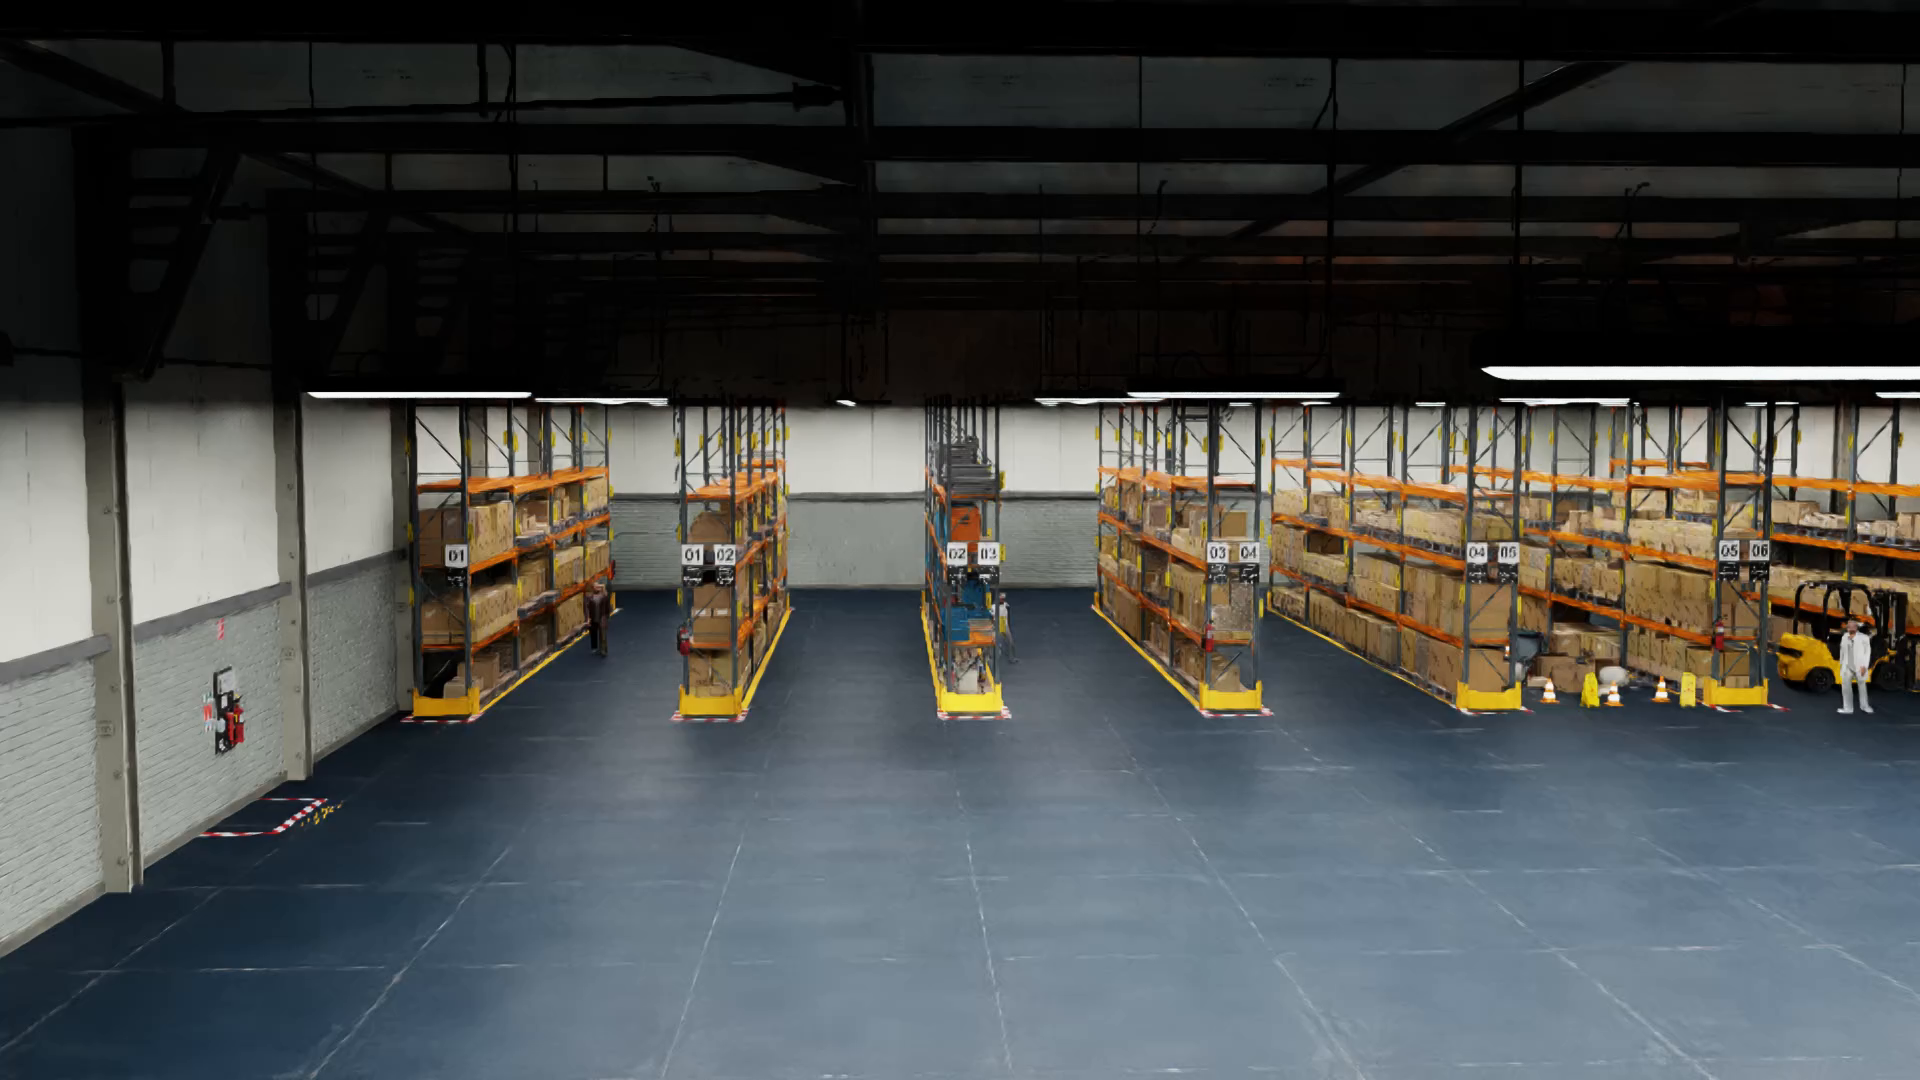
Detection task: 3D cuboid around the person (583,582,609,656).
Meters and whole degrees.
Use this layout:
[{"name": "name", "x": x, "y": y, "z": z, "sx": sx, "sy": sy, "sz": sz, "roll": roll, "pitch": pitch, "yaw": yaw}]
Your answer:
[{"name": "person", "x": -8.404, "y": 1.815, "z": 38.424, "sx": 0.577, "sy": 1.716, "sz": 1.103, "roll": -1, "pitch": 5, "yaw": -11}]

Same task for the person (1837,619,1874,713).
[{"name": "person", "x": 16.849, "y": 2.373, "z": 31.287, "sx": 0.674, "sy": 1.770, "sz": 0.618, "roll": -3, "pitch": 6, "yaw": -37}]

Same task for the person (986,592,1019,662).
[{"name": "person", "x": 0.914, "y": 1.942, "z": 37.599, "sx": 0.621, "sy": 1.606, "sz": 0.828, "roll": -2, "pitch": 5, "yaw": -20}]
